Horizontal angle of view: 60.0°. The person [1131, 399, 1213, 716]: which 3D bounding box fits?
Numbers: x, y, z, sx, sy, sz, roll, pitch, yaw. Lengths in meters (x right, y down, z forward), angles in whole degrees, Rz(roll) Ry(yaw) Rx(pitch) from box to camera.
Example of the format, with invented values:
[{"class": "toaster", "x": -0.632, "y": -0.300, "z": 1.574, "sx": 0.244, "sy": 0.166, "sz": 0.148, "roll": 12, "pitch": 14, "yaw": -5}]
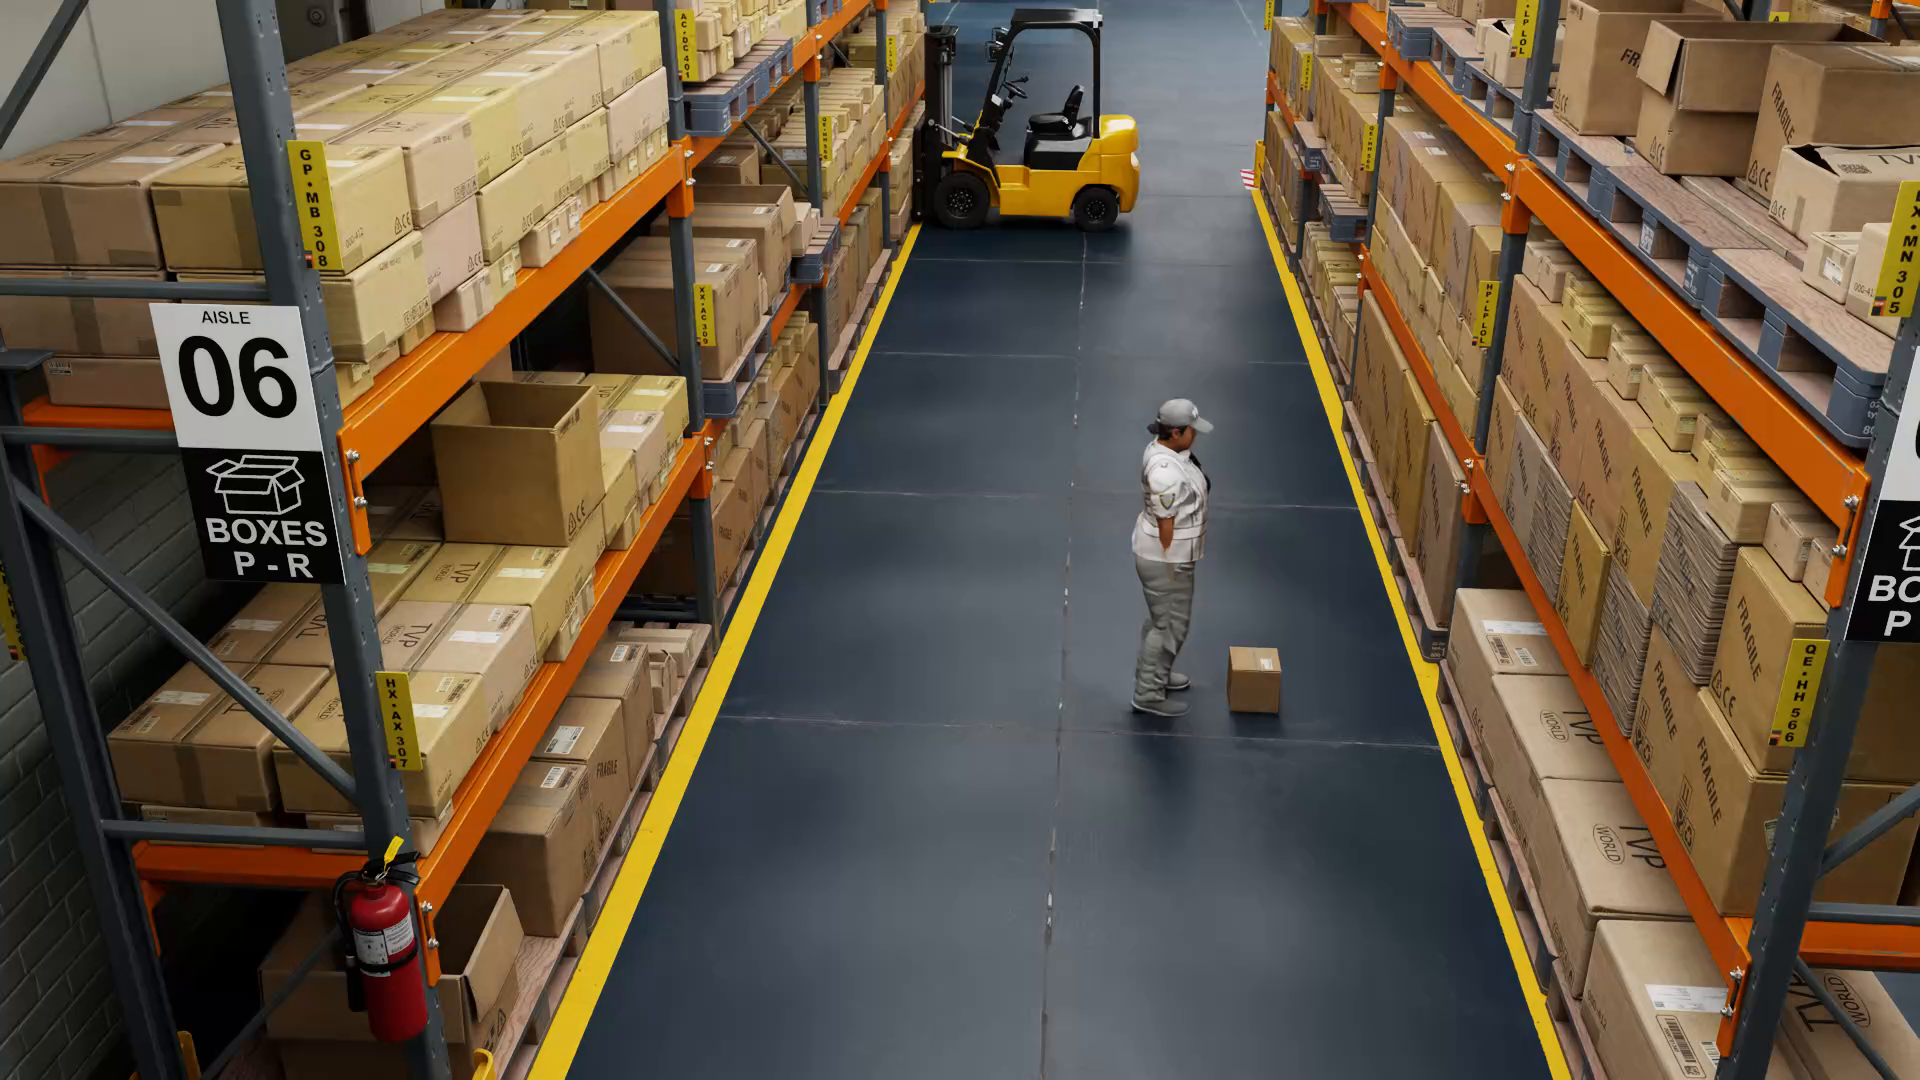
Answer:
[{"class": "person", "x": 1.066, "y": 0.073, "z": 8.468, "sx": 0.390, "sy": 1.666, "sz": 0.470, "roll": 2, "pitch": 25, "yaw": 5}]
